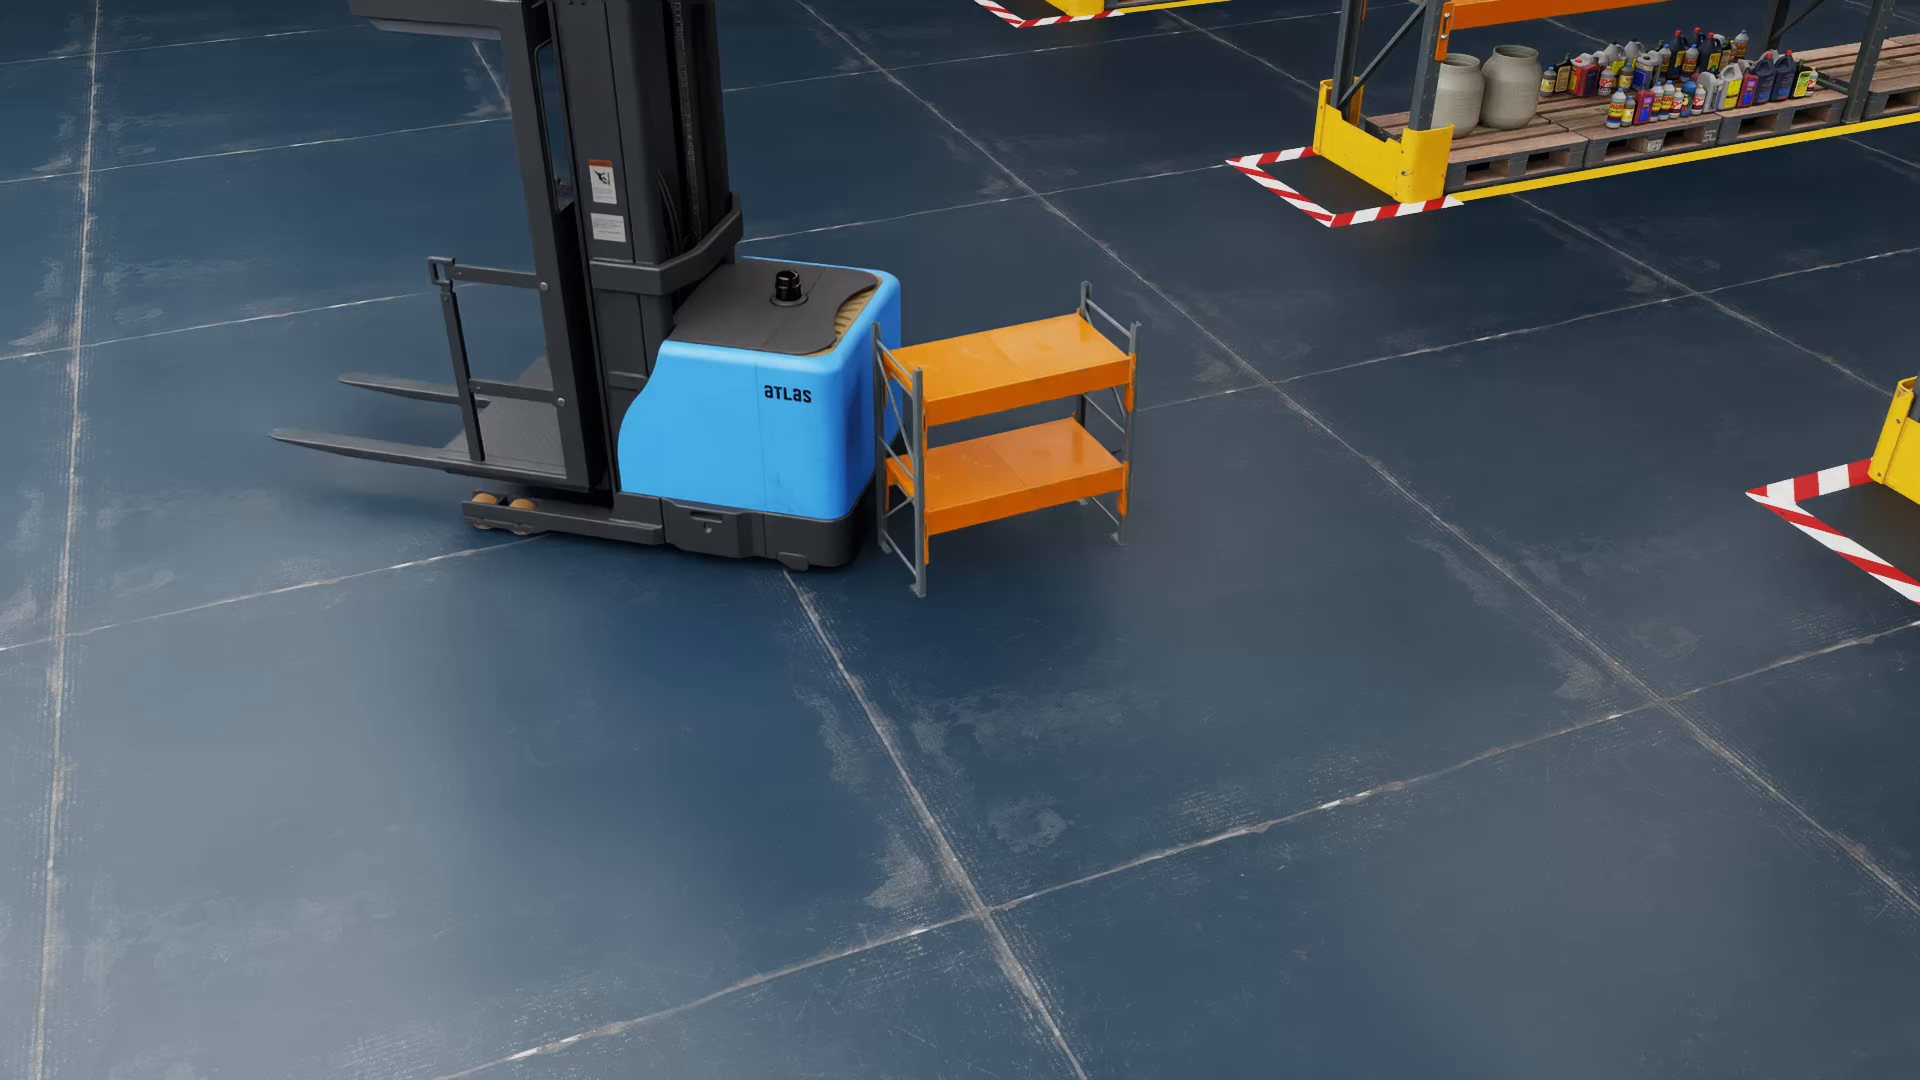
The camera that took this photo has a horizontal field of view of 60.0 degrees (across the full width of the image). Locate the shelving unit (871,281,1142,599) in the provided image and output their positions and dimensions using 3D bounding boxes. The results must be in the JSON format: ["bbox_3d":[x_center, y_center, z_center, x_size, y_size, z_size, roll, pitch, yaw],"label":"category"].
[{"bbox_3d":[0.197,-0.453,7.414,1.048,1.125,0.538,-14,36,-20],"label":"shelving unit"}]

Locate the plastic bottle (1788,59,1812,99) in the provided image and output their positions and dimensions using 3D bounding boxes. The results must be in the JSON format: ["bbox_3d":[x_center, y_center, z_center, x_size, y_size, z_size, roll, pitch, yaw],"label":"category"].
[{"bbox_3d":[6.251,-3.434,12.364,0.133,0.283,0.061,-11,35,-17],"label":"plastic bottle"}]

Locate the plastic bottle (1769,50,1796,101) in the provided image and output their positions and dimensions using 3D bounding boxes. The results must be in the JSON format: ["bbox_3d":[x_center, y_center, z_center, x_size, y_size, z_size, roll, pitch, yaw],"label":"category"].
[{"bbox_3d":[6.085,-3.449,12.325,0.185,0.351,0.144,-14,36,-20],"label":"plastic bottle"}]

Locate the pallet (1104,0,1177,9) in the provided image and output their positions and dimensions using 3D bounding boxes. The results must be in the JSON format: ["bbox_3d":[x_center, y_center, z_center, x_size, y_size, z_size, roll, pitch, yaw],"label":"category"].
[{"bbox_3d":[1.653,-5.316,15.727,1.213,0.211,1.003,-13,35,-19],"label":"pallet"}]

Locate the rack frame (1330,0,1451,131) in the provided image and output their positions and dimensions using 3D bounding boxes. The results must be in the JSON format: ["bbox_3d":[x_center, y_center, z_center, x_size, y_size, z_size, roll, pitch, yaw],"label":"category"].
[{"bbox_3d":[2.879,-3.811,10.857,0.127,3.000,1.000,-13,35,-19],"label":"rack frame"}]

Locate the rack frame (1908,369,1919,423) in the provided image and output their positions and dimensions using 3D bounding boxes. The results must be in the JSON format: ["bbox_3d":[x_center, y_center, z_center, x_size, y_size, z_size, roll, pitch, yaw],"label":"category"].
[{"bbox_3d":[4.796,-1.320,7.029,0.127,3.000,1.000,-13,35,-19],"label":"rack frame"}]

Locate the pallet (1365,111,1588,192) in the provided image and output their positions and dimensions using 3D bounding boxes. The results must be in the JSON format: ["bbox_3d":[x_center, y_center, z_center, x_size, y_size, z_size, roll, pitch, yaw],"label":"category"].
[{"bbox_3d":[3.682,-2.851,11.938,1.213,0.211,1.003,-13,35,-19],"label":"pallet"}]

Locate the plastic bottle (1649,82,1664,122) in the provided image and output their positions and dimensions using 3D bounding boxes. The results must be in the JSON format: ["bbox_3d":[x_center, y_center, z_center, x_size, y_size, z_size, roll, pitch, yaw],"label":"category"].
[{"bbox_3d":[4.987,-3.150,11.939,0.097,0.271,0.097,0,33,0],"label":"plastic bottle"}]

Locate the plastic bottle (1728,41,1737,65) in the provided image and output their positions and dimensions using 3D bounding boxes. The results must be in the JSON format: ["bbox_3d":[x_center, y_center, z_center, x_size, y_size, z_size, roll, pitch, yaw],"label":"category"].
[{"bbox_3d":[6.010,-3.799,13.000,0.097,0.201,0.097,0,33,0],"label":"plastic bottle"}]

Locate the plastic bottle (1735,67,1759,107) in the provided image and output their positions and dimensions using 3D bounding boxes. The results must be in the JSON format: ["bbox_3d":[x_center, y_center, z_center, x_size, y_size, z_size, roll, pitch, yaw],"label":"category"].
[{"bbox_3d":[5.774,-3.325,12.196,0.133,0.283,0.061,-11,35,-16],"label":"plastic bottle"}]

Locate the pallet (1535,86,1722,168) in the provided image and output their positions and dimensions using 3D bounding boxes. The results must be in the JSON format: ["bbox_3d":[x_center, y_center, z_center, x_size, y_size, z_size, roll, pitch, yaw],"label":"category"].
[{"bbox_3d":[4.805,-3.106,12.330,1.213,0.211,1.003,-13,35,-19],"label":"pallet"}]

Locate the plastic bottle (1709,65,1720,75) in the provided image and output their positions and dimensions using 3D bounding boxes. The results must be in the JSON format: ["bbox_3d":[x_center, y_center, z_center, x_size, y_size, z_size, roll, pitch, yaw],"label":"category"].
[{"bbox_3d":[5.546,-3.358,12.247,0.133,0.283,0.061,-13,35,-19],"label":"plastic bottle"}]

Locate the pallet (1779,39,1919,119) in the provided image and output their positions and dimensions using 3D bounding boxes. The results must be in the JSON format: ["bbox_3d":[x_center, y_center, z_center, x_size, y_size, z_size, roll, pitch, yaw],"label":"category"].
[{"bbox_3d":[7.276,-3.672,13.200,1.213,0.211,1.003,-13,35,-19],"label":"pallet"}]

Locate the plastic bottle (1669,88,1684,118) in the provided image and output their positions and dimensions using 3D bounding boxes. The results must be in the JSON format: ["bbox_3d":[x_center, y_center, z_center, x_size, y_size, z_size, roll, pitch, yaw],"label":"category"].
[{"bbox_3d":[5.171,-3.163,12.023,0.097,0.201,0.097,0,33,0],"label":"plastic bottle"}]

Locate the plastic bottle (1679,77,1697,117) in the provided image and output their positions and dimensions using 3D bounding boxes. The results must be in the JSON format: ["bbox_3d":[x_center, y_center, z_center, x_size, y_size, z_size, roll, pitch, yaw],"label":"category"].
[{"bbox_3d":[5.266,-3.214,12.038,0.097,0.271,0.097,0,33,0],"label":"plastic bottle"}]

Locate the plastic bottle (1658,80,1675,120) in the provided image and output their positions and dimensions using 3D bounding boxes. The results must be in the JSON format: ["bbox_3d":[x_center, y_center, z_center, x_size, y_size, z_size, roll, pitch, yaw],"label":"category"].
[{"bbox_3d":[5.079,-3.171,11.972,0.097,0.271,0.097,0,33,0],"label":"plastic bottle"}]

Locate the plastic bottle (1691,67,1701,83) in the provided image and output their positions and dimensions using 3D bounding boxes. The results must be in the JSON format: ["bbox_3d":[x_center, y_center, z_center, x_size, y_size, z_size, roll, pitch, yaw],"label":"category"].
[{"bbox_3d":[5.417,-3.333,12.209,0.133,0.283,0.061,-13,35,-19],"label":"plastic bottle"}]

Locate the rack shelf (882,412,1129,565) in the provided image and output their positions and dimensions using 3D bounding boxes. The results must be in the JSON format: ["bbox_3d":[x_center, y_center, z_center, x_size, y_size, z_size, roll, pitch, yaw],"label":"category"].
[{"bbox_3d":[0.197,-0.248,7.548,1.000,0.278,0.538,-14,36,-20],"label":"rack shelf"}]

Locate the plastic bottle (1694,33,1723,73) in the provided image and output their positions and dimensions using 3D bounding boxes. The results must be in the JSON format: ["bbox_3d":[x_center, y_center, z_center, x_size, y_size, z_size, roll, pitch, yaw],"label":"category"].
[{"bbox_3d":[5.718,-3.695,12.704,0.185,0.351,0.144,-13,35,-19],"label":"plastic bottle"}]

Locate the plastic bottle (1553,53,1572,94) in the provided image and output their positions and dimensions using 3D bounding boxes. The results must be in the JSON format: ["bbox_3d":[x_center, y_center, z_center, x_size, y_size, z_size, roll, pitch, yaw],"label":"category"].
[{"bbox_3d":[4.503,-3.499,12.464,0.133,0.283,0.061,-12,35,-18],"label":"plastic bottle"}]

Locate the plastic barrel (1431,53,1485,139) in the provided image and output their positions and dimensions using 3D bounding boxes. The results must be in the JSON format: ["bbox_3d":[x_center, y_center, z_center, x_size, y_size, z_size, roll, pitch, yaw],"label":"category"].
[{"bbox_3d":[3.456,-3.122,11.693,0.421,0.512,0.421,0,33,0],"label":"plastic barrel"}]

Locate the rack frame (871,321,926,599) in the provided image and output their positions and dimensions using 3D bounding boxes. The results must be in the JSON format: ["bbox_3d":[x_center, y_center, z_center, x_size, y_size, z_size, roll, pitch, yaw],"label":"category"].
[{"bbox_3d":[-0.266,-0.339,7.239,0.032,1.125,0.500,-14,36,-20],"label":"rack frame"}]

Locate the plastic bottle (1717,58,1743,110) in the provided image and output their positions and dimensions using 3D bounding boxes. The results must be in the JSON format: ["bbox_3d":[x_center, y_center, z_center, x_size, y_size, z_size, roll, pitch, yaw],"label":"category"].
[{"bbox_3d":[5.610,-3.340,12.158,0.185,0.351,0.144,-13,35,-19],"label":"plastic bottle"}]

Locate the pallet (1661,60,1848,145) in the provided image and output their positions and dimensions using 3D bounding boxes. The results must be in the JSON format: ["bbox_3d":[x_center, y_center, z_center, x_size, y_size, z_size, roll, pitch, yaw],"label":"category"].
[{"bbox_3d":[5.931,-3.366,12.729,1.213,0.211,1.003,-13,35,-19],"label":"pallet"}]

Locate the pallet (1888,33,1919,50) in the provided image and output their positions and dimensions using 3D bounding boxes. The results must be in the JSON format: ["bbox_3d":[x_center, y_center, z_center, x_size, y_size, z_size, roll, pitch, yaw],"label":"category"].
[{"bbox_3d":[8.402,-3.932,13.599,1.213,0.211,1.003,-13,35,-19],"label":"pallet"}]

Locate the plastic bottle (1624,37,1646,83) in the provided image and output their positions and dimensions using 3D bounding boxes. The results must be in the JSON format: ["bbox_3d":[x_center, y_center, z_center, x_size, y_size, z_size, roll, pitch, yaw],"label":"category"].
[{"bbox_3d":[5.096,-3.638,12.617,0.185,0.351,0.144,-13,35,-19],"label":"plastic bottle"}]

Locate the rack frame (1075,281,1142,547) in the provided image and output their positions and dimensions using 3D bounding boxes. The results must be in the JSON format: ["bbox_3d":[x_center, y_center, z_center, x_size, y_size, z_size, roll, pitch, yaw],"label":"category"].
[{"bbox_3d":[0.661,-0.567,7.589,0.032,1.125,0.500,-14,36,-20],"label":"rack frame"}]

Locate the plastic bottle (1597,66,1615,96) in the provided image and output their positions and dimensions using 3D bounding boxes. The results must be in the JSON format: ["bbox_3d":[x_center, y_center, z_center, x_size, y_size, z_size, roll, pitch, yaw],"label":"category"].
[{"bbox_3d":[4.839,-3.441,12.450,0.097,0.201,0.097,0,33,0],"label":"plastic bottle"}]

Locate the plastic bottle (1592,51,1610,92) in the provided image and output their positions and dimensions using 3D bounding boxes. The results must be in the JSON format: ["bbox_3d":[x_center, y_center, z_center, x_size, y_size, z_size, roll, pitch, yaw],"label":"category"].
[{"bbox_3d":[4.773,-3.531,12.520,0.135,0.276,0.152,-14,36,-20],"label":"plastic bottle"}]

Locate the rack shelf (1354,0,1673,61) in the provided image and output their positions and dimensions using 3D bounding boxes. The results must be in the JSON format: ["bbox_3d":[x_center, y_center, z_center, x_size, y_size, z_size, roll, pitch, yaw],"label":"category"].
[{"bbox_3d":[4.723,-3.932,11.702,4.000,0.370,1.077,-13,35,-19],"label":"rack shelf"}]

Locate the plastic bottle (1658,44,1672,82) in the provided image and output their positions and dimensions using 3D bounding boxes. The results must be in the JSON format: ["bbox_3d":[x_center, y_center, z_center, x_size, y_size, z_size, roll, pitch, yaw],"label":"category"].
[{"bbox_3d":[5.367,-3.645,12.700,0.097,0.271,0.097,0,33,0],"label":"plastic bottle"}]

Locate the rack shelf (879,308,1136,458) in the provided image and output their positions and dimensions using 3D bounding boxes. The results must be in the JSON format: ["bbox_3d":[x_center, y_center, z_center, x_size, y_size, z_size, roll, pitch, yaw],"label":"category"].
[{"bbox_3d":[0.197,-0.698,7.255,1.000,0.278,0.538,-14,36,-20],"label":"rack shelf"}]

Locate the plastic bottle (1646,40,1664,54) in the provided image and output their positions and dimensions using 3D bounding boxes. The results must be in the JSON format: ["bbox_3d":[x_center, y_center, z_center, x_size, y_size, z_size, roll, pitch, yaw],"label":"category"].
[{"bbox_3d":[5.320,-3.686,12.752,0.133,0.283,0.061,-11,35,-17],"label":"plastic bottle"}]

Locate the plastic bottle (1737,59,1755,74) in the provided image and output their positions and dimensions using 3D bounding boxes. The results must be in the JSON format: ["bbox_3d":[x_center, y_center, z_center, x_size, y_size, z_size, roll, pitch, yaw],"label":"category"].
[{"bbox_3d":[5.827,-3.446,12.390,0.135,0.276,0.152,-13,35,-19],"label":"plastic bottle"}]

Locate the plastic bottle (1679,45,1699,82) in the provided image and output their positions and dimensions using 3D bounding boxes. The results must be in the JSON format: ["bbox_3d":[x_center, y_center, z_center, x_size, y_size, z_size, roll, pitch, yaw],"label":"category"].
[{"bbox_3d":[5.575,-3.643,12.697,0.097,0.271,0.097,0,33,0],"label":"plastic bottle"}]

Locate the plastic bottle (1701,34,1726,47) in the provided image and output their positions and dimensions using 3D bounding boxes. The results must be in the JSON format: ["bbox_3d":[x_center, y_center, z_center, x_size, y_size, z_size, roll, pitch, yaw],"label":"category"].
[{"bbox_3d":[5.816,-3.769,12.887,0.135,0.276,0.152,-12,35,-17],"label":"plastic bottle"}]

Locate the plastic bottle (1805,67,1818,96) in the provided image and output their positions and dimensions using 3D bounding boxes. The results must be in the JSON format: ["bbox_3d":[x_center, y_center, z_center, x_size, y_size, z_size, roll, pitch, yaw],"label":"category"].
[{"bbox_3d":[6.353,-3.434,12.439,0.097,0.201,0.097,0,33,0],"label":"plastic bottle"}]

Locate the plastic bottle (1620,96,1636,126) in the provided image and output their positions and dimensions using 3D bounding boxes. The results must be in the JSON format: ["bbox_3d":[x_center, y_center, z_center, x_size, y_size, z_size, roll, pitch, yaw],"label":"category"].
[{"bbox_3d":[4.766,-3.070,11.881,0.097,0.201,0.097,0,33,0],"label":"plastic bottle"}]

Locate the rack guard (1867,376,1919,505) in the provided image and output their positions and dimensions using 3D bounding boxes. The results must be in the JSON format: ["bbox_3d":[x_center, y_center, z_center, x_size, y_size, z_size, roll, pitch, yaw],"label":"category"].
[{"bbox_3d":[4.866,-0.289,7.735,0.348,0.500,1.175,-13,35,-19],"label":"rack guard"}]

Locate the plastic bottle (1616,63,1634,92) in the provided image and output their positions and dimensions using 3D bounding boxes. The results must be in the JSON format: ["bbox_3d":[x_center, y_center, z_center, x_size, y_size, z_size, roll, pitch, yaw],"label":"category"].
[{"bbox_3d":[5.012,-3.485,12.518,0.097,0.201,0.097,0,33,0],"label":"plastic bottle"}]

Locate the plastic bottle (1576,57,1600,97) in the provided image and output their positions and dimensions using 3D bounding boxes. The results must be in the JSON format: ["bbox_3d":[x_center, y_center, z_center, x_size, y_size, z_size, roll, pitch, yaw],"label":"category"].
[{"bbox_3d":[4.687,-3.451,12.391,0.133,0.283,0.061,-13,35,-19],"label":"plastic bottle"}]

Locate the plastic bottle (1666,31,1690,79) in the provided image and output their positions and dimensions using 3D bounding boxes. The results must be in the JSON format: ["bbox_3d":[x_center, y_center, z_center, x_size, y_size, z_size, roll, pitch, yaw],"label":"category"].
[{"bbox_3d":[5.488,-3.728,12.755,0.185,0.351,0.144,-14,36,-21],"label":"plastic bottle"}]

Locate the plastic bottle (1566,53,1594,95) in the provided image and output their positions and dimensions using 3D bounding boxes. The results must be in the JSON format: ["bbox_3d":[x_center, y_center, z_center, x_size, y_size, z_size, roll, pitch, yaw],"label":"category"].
[{"bbox_3d":[4.645,-3.501,12.475,0.135,0.276,0.152,-13,35,-19],"label":"plastic bottle"}]

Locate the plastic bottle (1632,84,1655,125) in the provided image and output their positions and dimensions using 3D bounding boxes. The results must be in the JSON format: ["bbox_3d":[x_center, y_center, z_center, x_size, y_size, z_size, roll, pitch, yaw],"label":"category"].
[{"bbox_3d":[4.887,-3.121,11.884,0.133,0.283,0.061,-12,35,-18],"label":"plastic bottle"}]

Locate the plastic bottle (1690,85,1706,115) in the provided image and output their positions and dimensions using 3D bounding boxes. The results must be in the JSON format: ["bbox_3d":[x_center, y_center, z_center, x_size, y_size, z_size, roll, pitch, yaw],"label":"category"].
[{"bbox_3d":[5.360,-3.206,12.090,0.097,0.201,0.097,0,33,0],"label":"plastic bottle"}]

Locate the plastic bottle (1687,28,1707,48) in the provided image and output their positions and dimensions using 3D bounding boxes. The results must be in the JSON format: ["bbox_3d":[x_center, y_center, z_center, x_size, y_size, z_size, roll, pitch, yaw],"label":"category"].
[{"bbox_3d":[5.662,-3.768,12.816,0.185,0.351,0.144,-12,35,-18],"label":"plastic bottle"}]

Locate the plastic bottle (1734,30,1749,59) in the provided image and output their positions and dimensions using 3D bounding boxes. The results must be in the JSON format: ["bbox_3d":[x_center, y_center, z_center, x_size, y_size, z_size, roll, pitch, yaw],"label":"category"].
[{"bbox_3d":[6.103,-3.849,13.014,0.097,0.271,0.097,0,33,0],"label":"plastic bottle"}]

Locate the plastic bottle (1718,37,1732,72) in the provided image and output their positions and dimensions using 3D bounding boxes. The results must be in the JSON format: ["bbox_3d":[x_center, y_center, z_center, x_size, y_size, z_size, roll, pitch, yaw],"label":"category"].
[{"bbox_3d":[5.858,-3.719,12.803,0.133,0.283,0.061,-13,35,-19],"label":"plastic bottle"}]

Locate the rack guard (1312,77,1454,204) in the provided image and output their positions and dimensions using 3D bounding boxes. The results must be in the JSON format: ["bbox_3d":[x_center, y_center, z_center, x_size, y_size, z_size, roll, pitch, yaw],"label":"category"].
[{"bbox_3d":[2.931,-2.803,11.599,0.348,0.500,1.175,-13,35,-19],"label":"rack guard"}]

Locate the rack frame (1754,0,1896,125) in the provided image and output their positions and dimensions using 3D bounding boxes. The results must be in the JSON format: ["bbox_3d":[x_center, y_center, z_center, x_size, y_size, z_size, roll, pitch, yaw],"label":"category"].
[{"bbox_3d":[6.567,-4.655,12.155,0.127,3.000,1.000,-13,35,-19],"label":"rack frame"}]

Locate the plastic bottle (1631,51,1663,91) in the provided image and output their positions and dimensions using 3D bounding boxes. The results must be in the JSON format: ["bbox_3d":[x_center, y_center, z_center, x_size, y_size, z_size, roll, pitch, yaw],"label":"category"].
[{"bbox_3d":[5.176,-3.538,12.531,0.135,0.276,0.152,-13,35,-19],"label":"plastic bottle"}]

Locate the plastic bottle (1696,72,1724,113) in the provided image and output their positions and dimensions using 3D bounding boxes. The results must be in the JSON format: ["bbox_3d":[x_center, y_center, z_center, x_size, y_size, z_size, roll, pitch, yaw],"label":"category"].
[{"bbox_3d":[5.458,-3.276,12.129,0.135,0.276,0.152,-12,35,-18],"label":"plastic bottle"}]

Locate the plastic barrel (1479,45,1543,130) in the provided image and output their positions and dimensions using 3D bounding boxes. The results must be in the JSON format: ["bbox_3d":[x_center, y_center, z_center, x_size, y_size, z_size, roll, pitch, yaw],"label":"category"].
[{"bbox_3d":[3.918,-3.227,11.856,0.421,0.512,0.421,0,33,0],"label":"plastic barrel"}]

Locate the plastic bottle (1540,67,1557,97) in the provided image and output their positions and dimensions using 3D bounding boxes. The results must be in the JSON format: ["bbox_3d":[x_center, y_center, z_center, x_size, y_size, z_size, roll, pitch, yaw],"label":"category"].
[{"bbox_3d":[4.402,-3.431,12.435,0.097,0.201,0.097,0,33,0],"label":"plastic bottle"}]

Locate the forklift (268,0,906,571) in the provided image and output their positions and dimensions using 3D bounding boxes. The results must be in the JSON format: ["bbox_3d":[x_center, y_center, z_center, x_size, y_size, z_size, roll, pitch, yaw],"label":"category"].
[{"bbox_3d":[-1.838,-1.520,7.399,3.031,2.935,1.130,8,34,12],"label":"forklift"}]

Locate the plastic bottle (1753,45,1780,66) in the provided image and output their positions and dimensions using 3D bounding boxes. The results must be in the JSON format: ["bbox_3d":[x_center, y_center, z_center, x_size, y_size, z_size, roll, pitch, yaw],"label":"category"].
[{"bbox_3d":[6.029,-3.521,12.437,0.185,0.351,0.144,-13,35,-19],"label":"plastic bottle"}]

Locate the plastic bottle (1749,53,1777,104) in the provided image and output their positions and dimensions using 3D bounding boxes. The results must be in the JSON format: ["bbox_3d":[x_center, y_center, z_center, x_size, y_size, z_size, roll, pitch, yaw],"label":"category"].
[{"bbox_3d":[5.908,-3.408,12.263,0.185,0.351,0.144,-15,36,-21],"label":"plastic bottle"}]

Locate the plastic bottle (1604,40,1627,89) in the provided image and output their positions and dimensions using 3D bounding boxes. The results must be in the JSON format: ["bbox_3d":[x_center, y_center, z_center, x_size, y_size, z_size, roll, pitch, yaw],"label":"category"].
[{"bbox_3d":[4.924,-3.599,12.556,0.185,0.351,0.144,-11,35,-17],"label":"plastic bottle"}]

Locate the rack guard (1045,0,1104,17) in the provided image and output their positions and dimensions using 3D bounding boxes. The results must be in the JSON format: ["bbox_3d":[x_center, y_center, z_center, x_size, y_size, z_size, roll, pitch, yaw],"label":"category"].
[{"bbox_3d":[0.942,-5.250,15.360,0.348,0.500,1.175,-13,35,-19],"label":"rack guard"}]

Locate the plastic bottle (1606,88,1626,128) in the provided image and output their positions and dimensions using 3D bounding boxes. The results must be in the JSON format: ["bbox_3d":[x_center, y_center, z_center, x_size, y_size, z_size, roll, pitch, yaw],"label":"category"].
[{"bbox_3d":[4.671,-3.078,11.828,0.097,0.271,0.097,0,33,0],"label":"plastic bottle"}]
